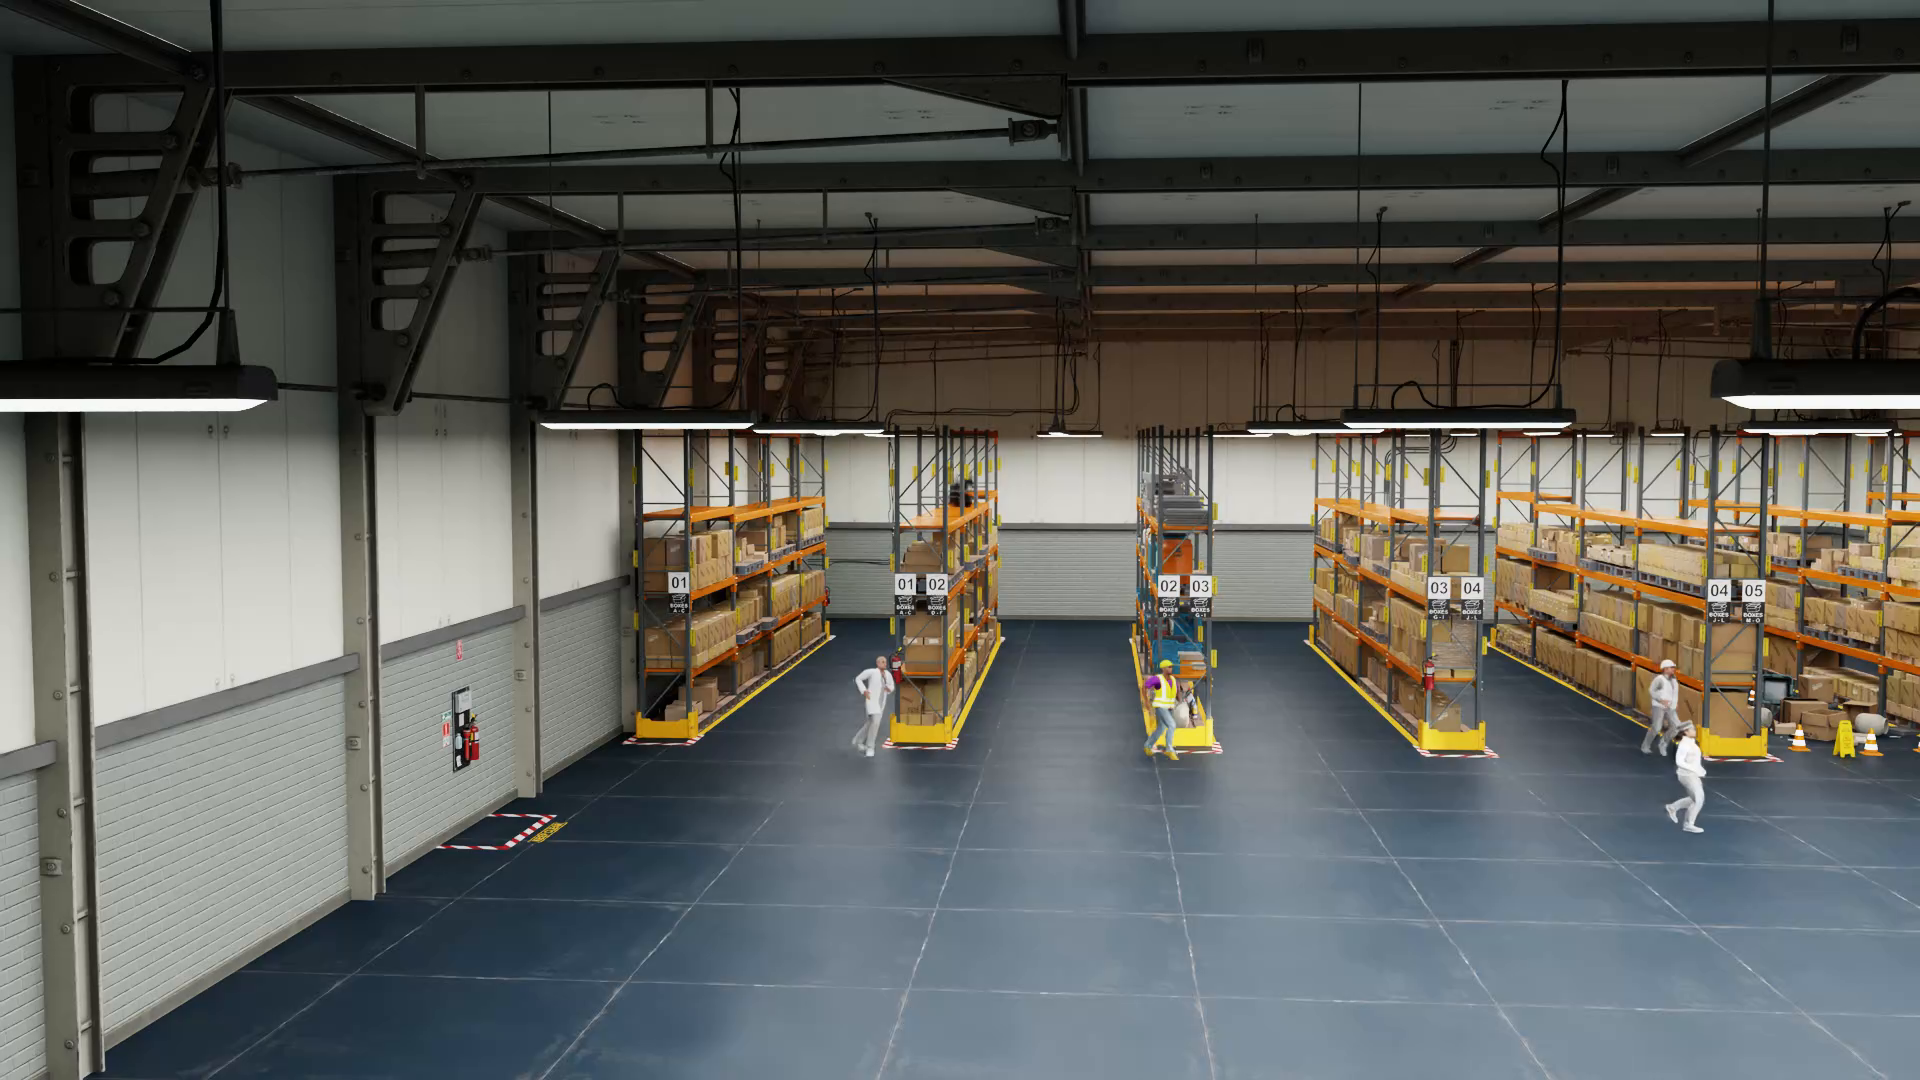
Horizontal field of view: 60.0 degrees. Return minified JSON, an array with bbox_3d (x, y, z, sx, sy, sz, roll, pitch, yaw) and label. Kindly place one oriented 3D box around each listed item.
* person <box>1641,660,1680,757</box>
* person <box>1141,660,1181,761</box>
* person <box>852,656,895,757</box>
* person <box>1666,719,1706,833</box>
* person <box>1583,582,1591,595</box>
[{"bbox_3d":[12.810,3.048,30.167,0.714,1.755,0.646,-1,4,-17],"label":"person"},{"bbox_3d":[3.708,3.038,29.922,0.816,1.753,0.706,3,5,44],"label":"person"},{"bbox_3d":[-1.589,3.037,30.479,0.760,1.827,0.742,3,5,44],"label":"person"},{"bbox_3d":[10.624,3.434,24.299,0.559,1.646,0.613,2,4,35],"label":"person"},{"bbox_3d":[17.897,2.049,47.331,0.857,1.697,0.580,1,3,10],"label":"person"}]
